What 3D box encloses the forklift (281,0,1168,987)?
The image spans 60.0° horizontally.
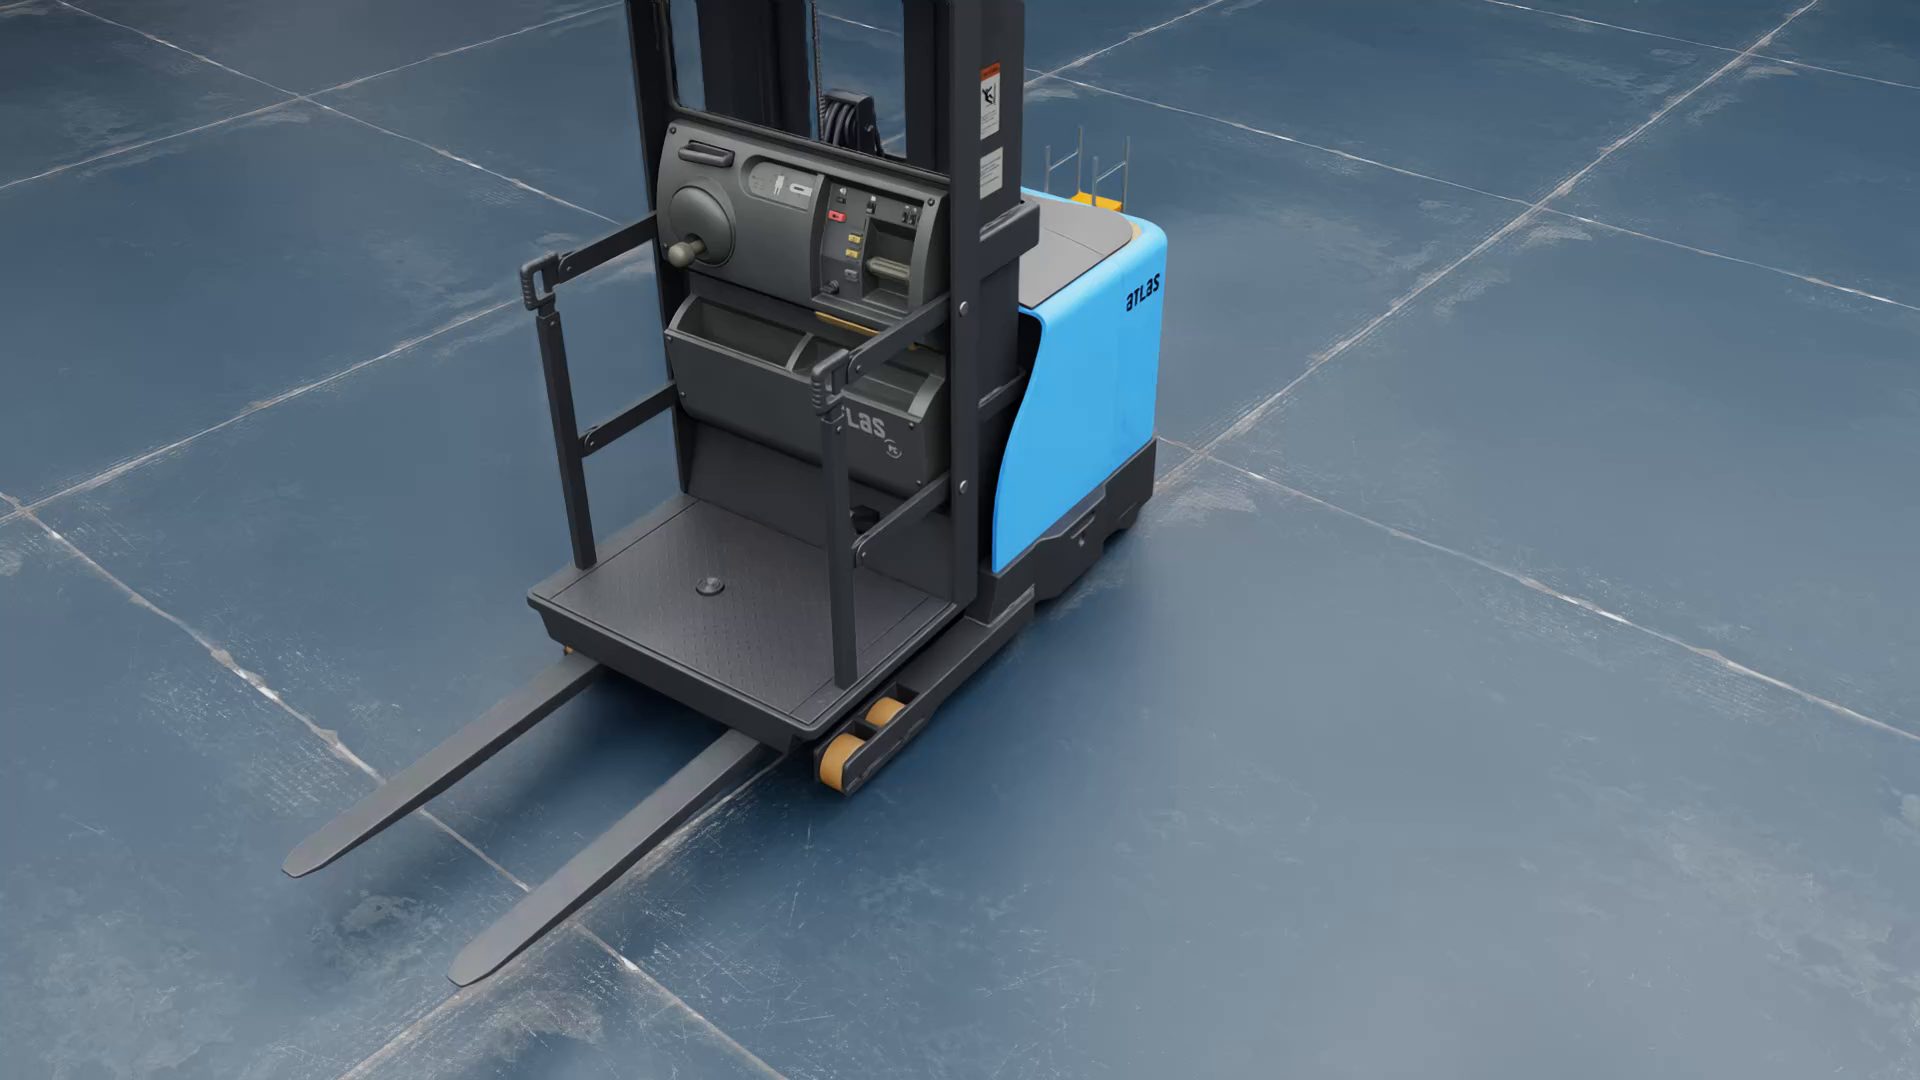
[{"bbox_3d":[-0.568,-0.802,4.329,1.130,2.935,3.031,21,40,28],"label":"forklift"}]

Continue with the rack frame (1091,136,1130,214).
[{"bbox_3d":[0.505,-0.812,5.872,0.006,1.200,0.240,20,39,27],"label":"rack frame"}]

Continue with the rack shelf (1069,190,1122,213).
[{"bbox_3d":[0.429,-1.100,5.734,0.180,0.103,0.258,20,39,27],"label":"rack shelf"}]

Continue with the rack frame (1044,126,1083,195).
[{"bbox_3d":[0.352,-0.868,5.954,0.006,1.200,0.240,20,39,27],"label":"rack frame"}]

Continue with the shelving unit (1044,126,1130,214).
[{"bbox_3d":[0.429,-0.840,5.913,0.189,1.200,0.258,20,39,27],"label":"shelving unit"}]
